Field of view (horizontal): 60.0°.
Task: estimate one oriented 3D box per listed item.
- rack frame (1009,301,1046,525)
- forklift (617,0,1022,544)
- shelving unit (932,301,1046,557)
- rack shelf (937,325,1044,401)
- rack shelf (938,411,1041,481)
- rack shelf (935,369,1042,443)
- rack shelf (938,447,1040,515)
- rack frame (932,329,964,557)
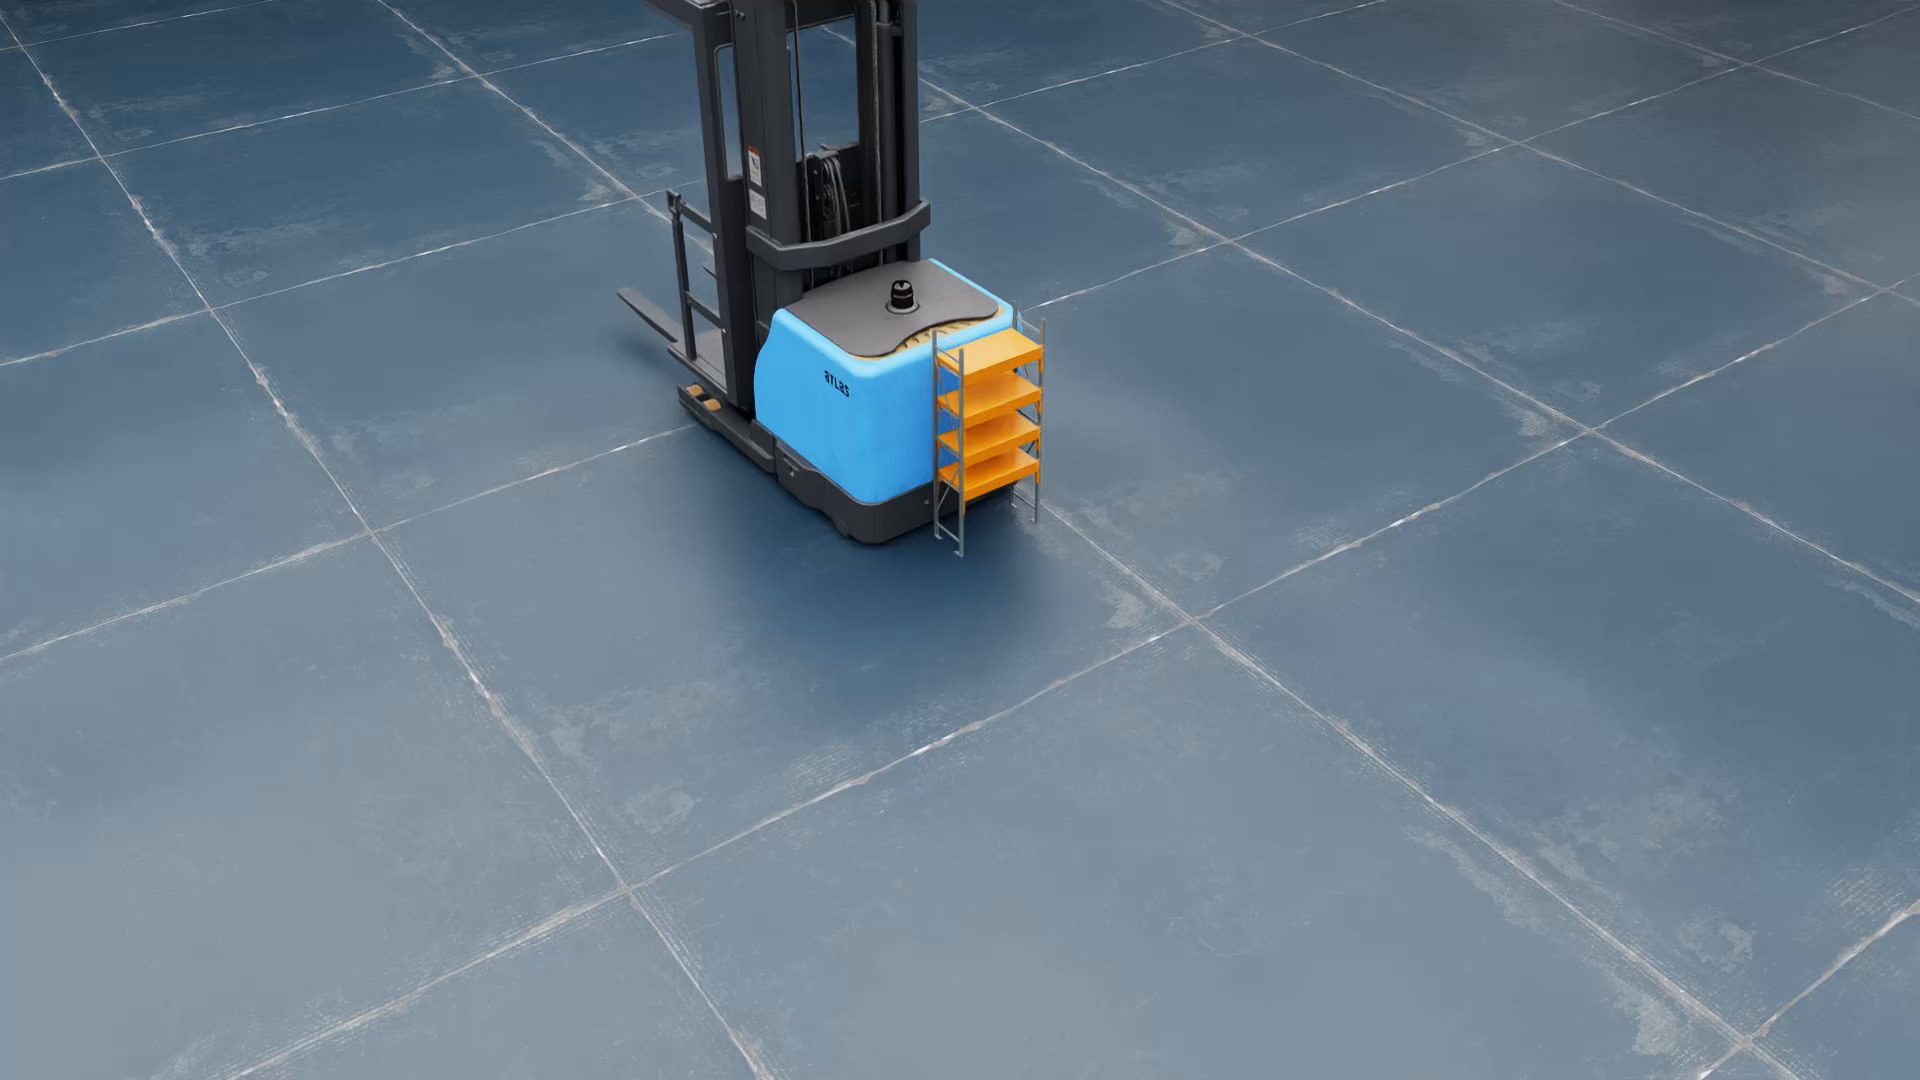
[{"bbox_3d":[0.335,-0.626,8.406,0.015,1.200,0.240,-23,42,-29],"label":"rack frame"},{"bbox_3d":[-0.959,-1.978,8.803,1.130,2.935,3.031,-24,42,-29],"label":"forklift"},{"bbox_3d":[0.139,-0.542,8.289,0.503,1.200,0.258,-23,42,-29],"label":"shelving unit"},{"bbox_3d":[0.138,-0.861,8.059,0.480,0.148,0.258,-23,42,-29],"label":"rack shelf"},{"bbox_3d":[0.139,-0.487,8.328,0.480,0.148,0.258,-23,42,-29],"label":"rack shelf"},{"bbox_3d":[0.138,-0.669,8.197,0.480,0.148,0.258,-23,42,-29],"label":"rack shelf"},{"bbox_3d":[0.139,-0.326,8.444,0.480,0.148,0.258,-23,42,-29],"label":"rack shelf"},{"bbox_3d":[-0.058,-0.457,8.172,0.015,1.200,0.240,-23,42,-29],"label":"rack frame"}]
